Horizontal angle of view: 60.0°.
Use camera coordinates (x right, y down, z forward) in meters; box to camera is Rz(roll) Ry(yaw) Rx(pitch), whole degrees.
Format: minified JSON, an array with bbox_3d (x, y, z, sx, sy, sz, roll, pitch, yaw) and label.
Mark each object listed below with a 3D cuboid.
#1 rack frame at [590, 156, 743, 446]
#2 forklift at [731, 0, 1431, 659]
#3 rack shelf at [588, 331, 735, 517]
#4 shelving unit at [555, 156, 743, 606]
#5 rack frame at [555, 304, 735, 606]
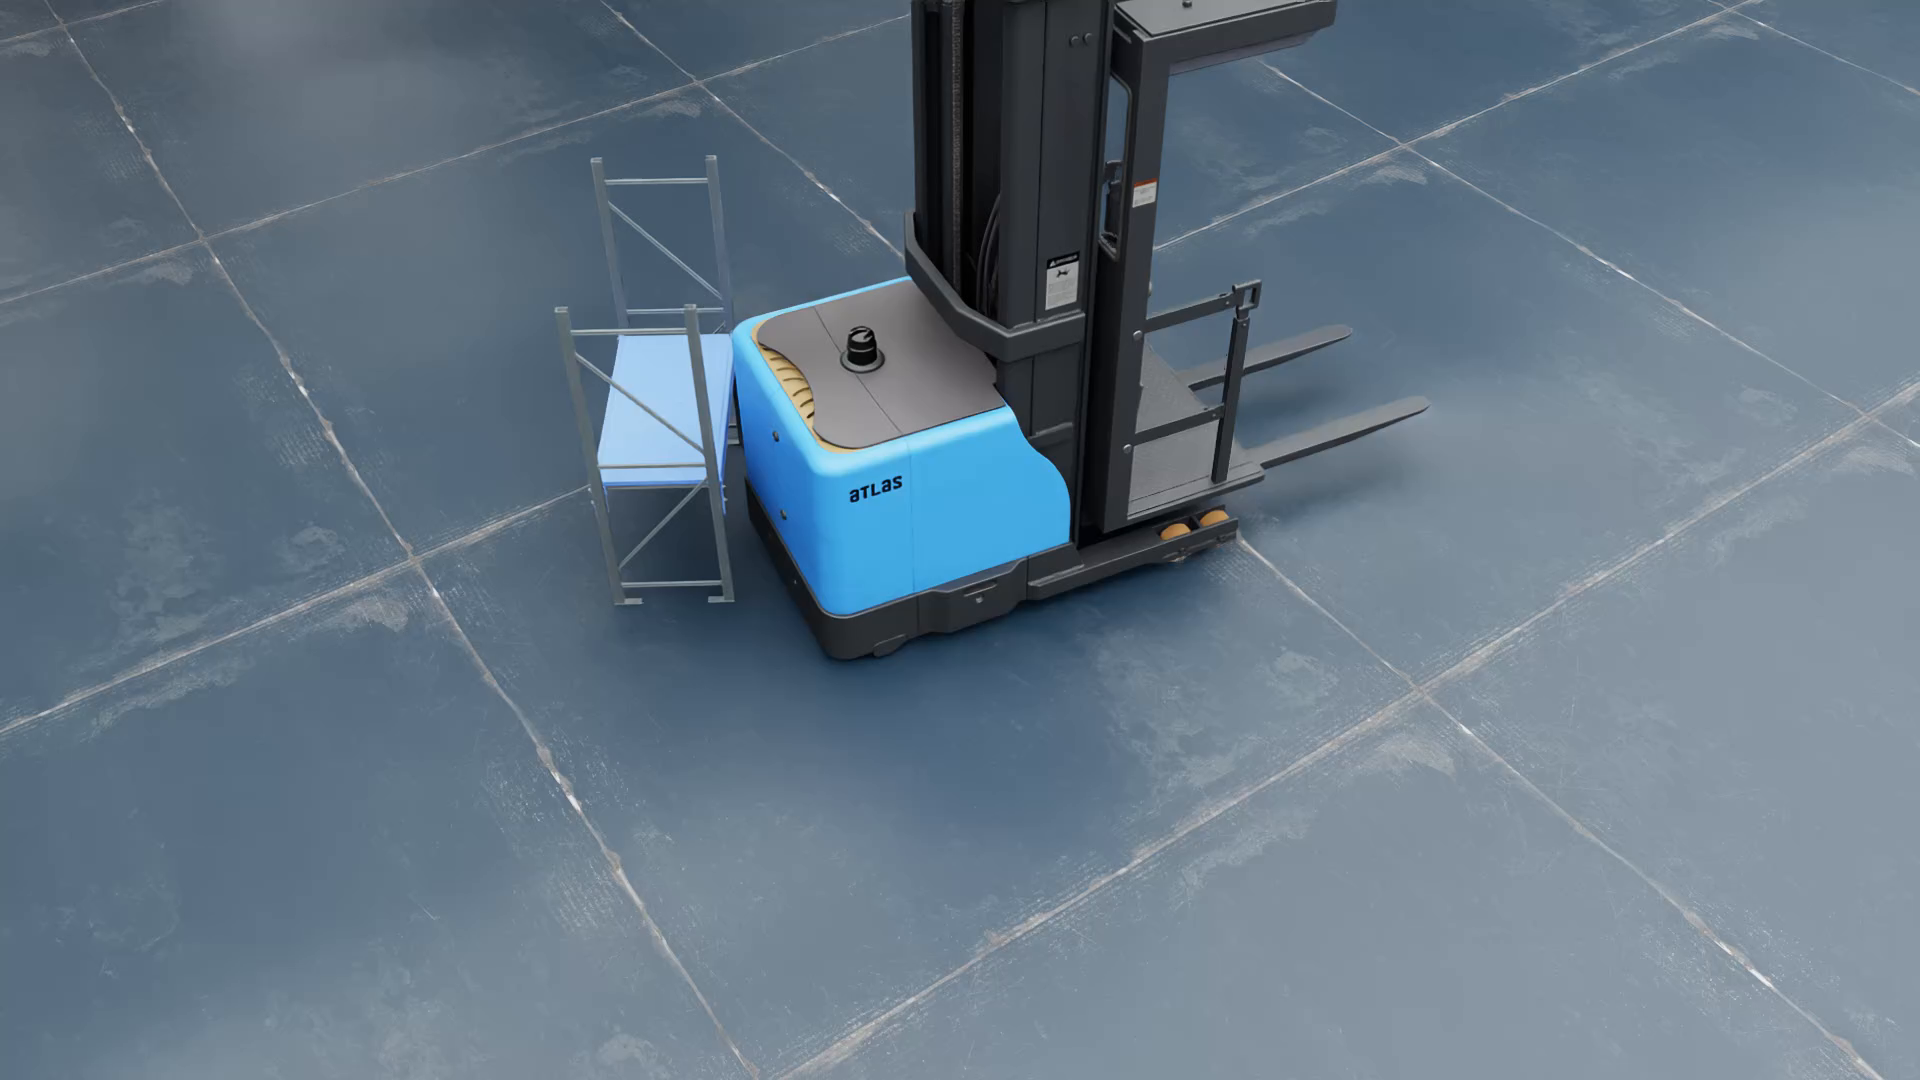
[{"bbox_3d":[-1.230,-0.987,7.188,0.500,1.500,0.032,-1,44,-1],"label":"rack frame"},{"bbox_3d":[0.636,-1.280,6.460,3.031,2.935,1.130,-18,47,-18],"label":"forklift"},{"bbox_3d":[-1.212,-0.506,6.945,0.538,0.185,1.000,-1,44,-1],"label":"rack shelf"},{"bbox_3d":[-1.212,-0.636,6.821,0.538,1.500,1.048,-1,44,-1],"label":"shelving unit"},{"bbox_3d":[-1.194,-0.285,6.453,0.500,1.500,0.032,-1,44,-1],"label":"rack frame"}]
